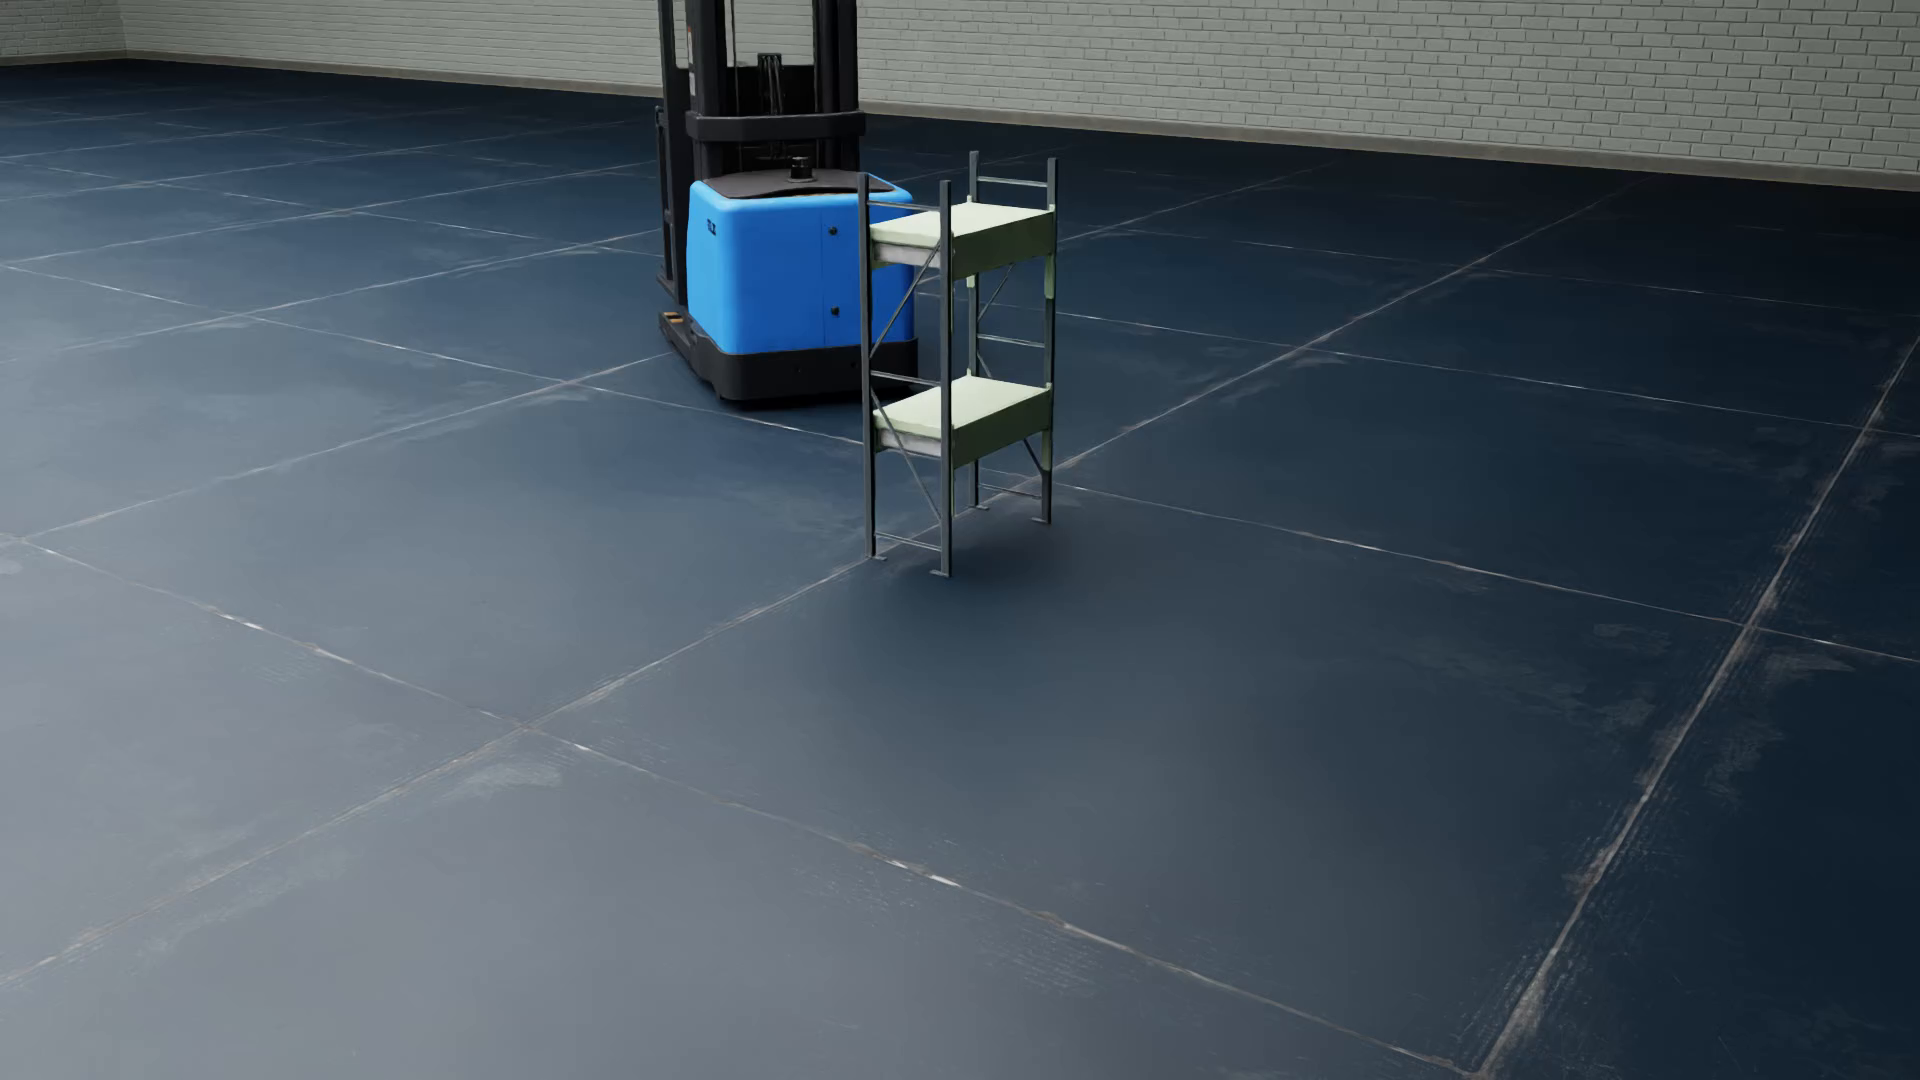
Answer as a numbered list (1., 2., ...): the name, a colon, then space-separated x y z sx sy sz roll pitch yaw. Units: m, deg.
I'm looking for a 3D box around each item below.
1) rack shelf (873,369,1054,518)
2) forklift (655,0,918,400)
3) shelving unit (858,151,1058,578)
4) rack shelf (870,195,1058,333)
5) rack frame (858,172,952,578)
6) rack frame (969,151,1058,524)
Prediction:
1. rack shelf: 0.004 -0.400 6.623 0.431 0.370 0.720 13 24 32
2. forklift: -1.185 -2.565 9.475 1.130 2.935 3.031 -7 21 -18
3. shelving unit: 0.004 -0.705 6.510 0.431 1.500 0.755 13 24 32
4. rack shelf: 0.004 -1.071 6.375 0.431 0.370 0.720 13 24 32
5. rack frame: -0.202 -0.600 6.226 0.400 1.500 0.023 13 24 32
6. rack frame: 0.209 -0.810 6.794 0.400 1.500 0.023 13 24 32
